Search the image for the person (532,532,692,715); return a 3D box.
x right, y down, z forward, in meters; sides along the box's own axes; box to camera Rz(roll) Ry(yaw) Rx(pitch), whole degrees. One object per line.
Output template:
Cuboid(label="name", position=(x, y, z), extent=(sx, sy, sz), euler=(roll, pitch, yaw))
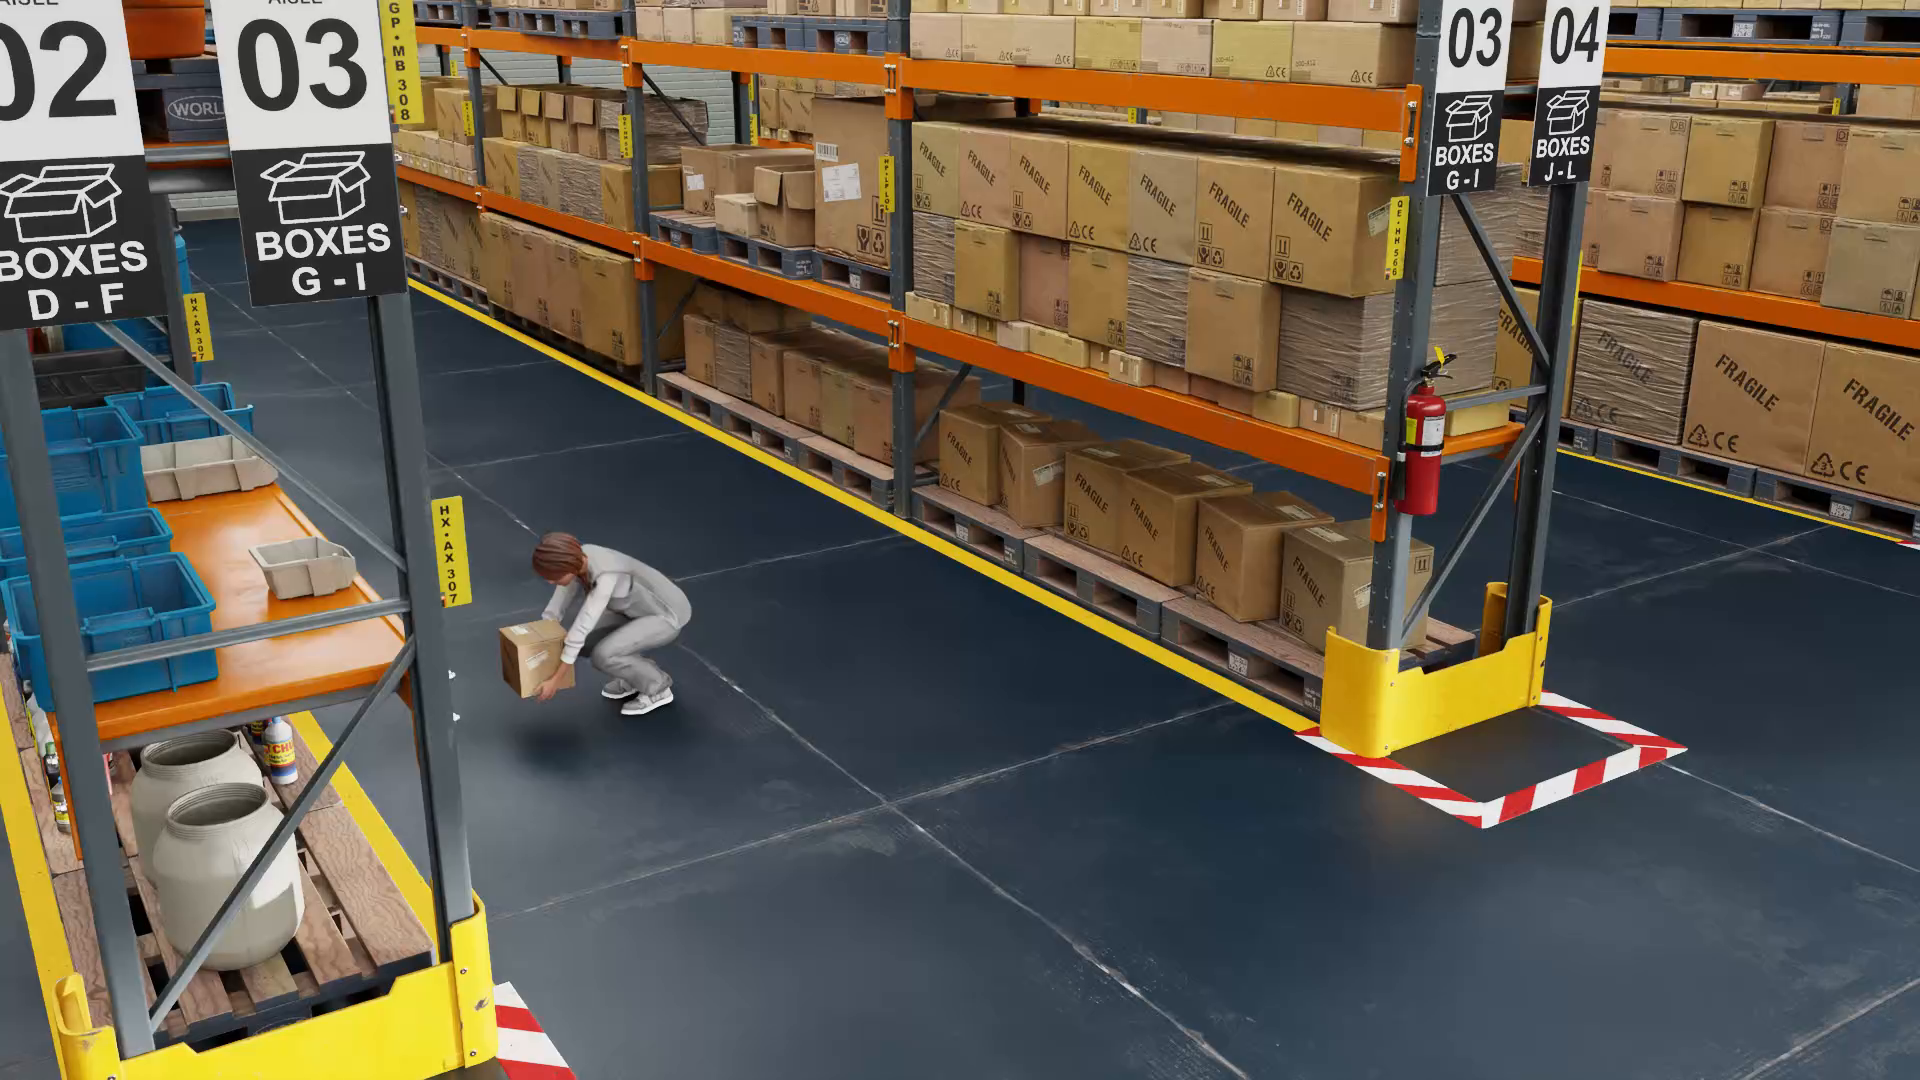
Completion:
Cuboid(label="person", position=(-1.623, 0.362, 7.614), extent=(0.825, 0.894, 0.425), euler=(-12, 22, -32))
